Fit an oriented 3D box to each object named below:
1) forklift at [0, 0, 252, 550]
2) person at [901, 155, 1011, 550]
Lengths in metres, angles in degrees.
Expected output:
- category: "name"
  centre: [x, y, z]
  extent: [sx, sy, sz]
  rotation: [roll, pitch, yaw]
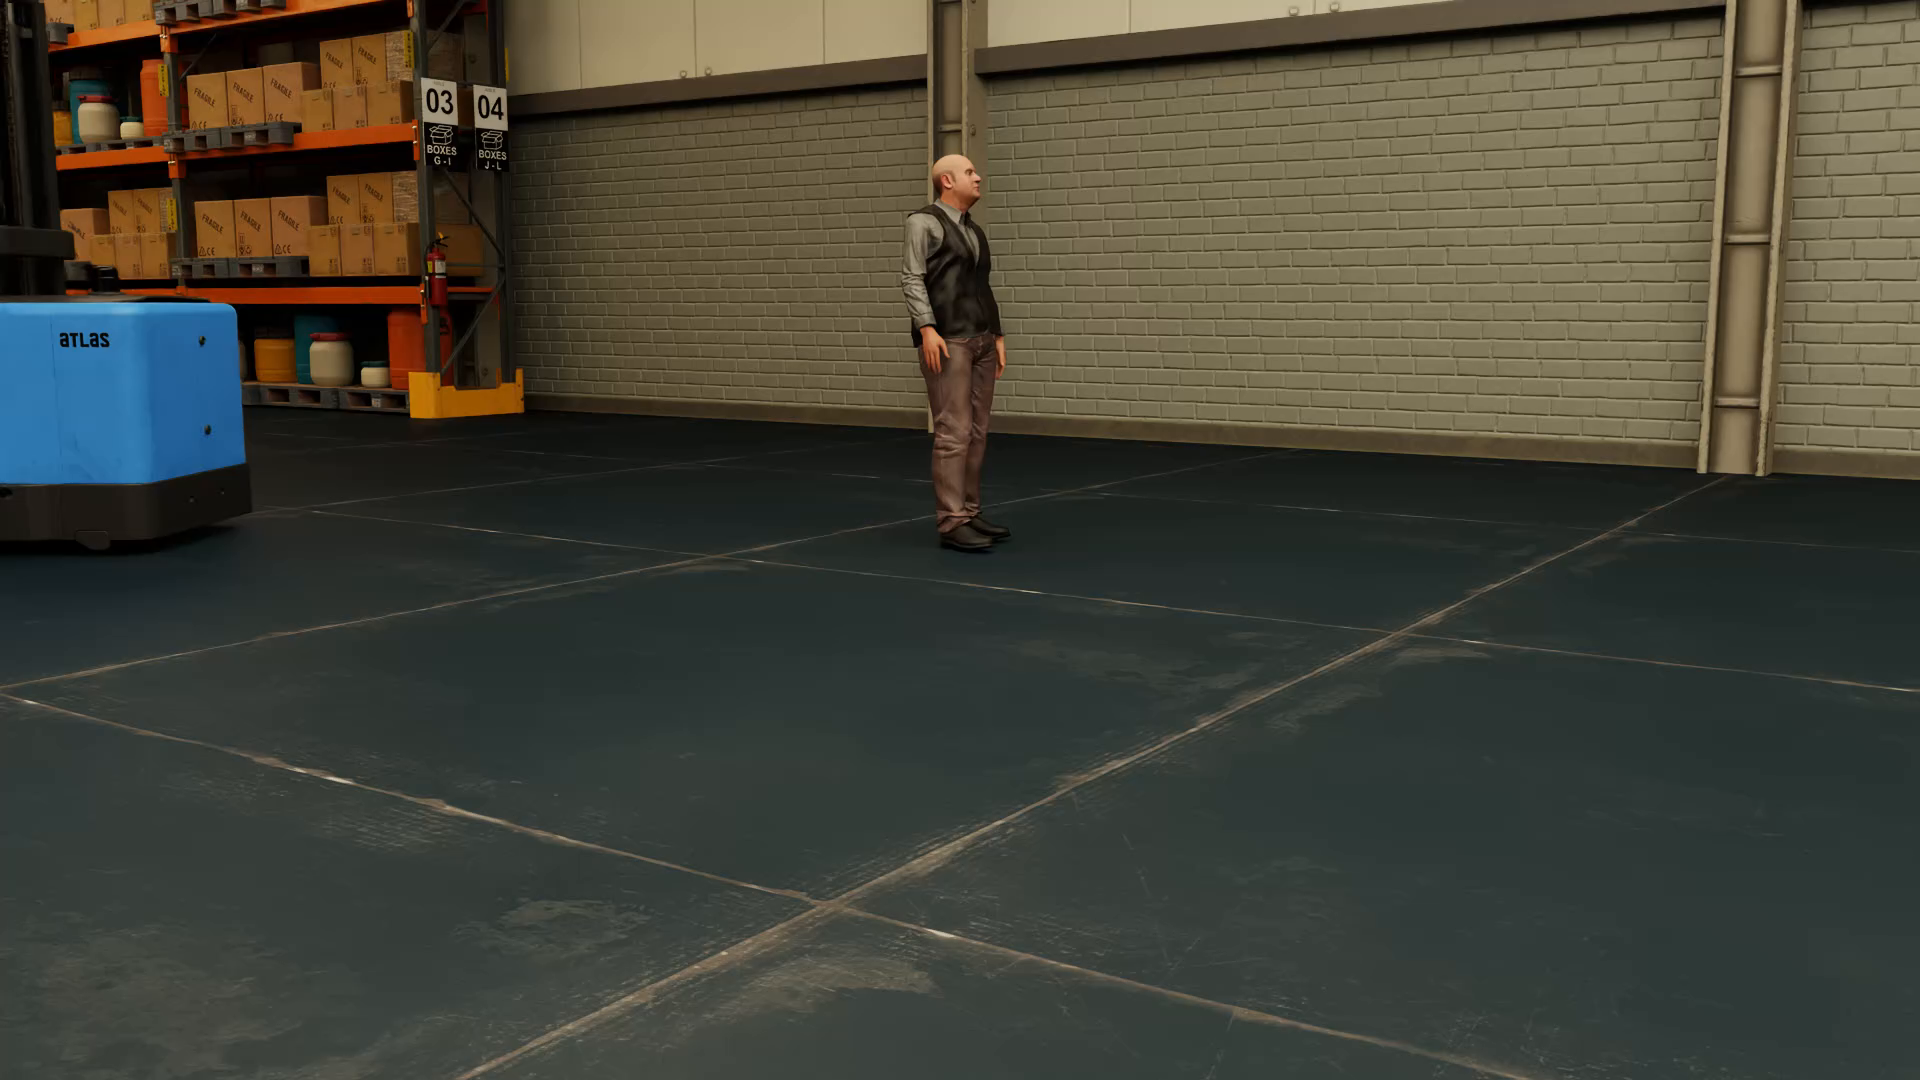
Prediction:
- category: "forklift"
  centre: [-4.943, -1.456, 7.433]
  extent: [3.031, 2.935, 1.130]
  rotation: [0, 8, 1]
- category: "person"
  centre: [0.047, -0.854, 7.441]
  extent: [0.568, 1.720, 0.632]
  rotation: [5, 10, 34]
